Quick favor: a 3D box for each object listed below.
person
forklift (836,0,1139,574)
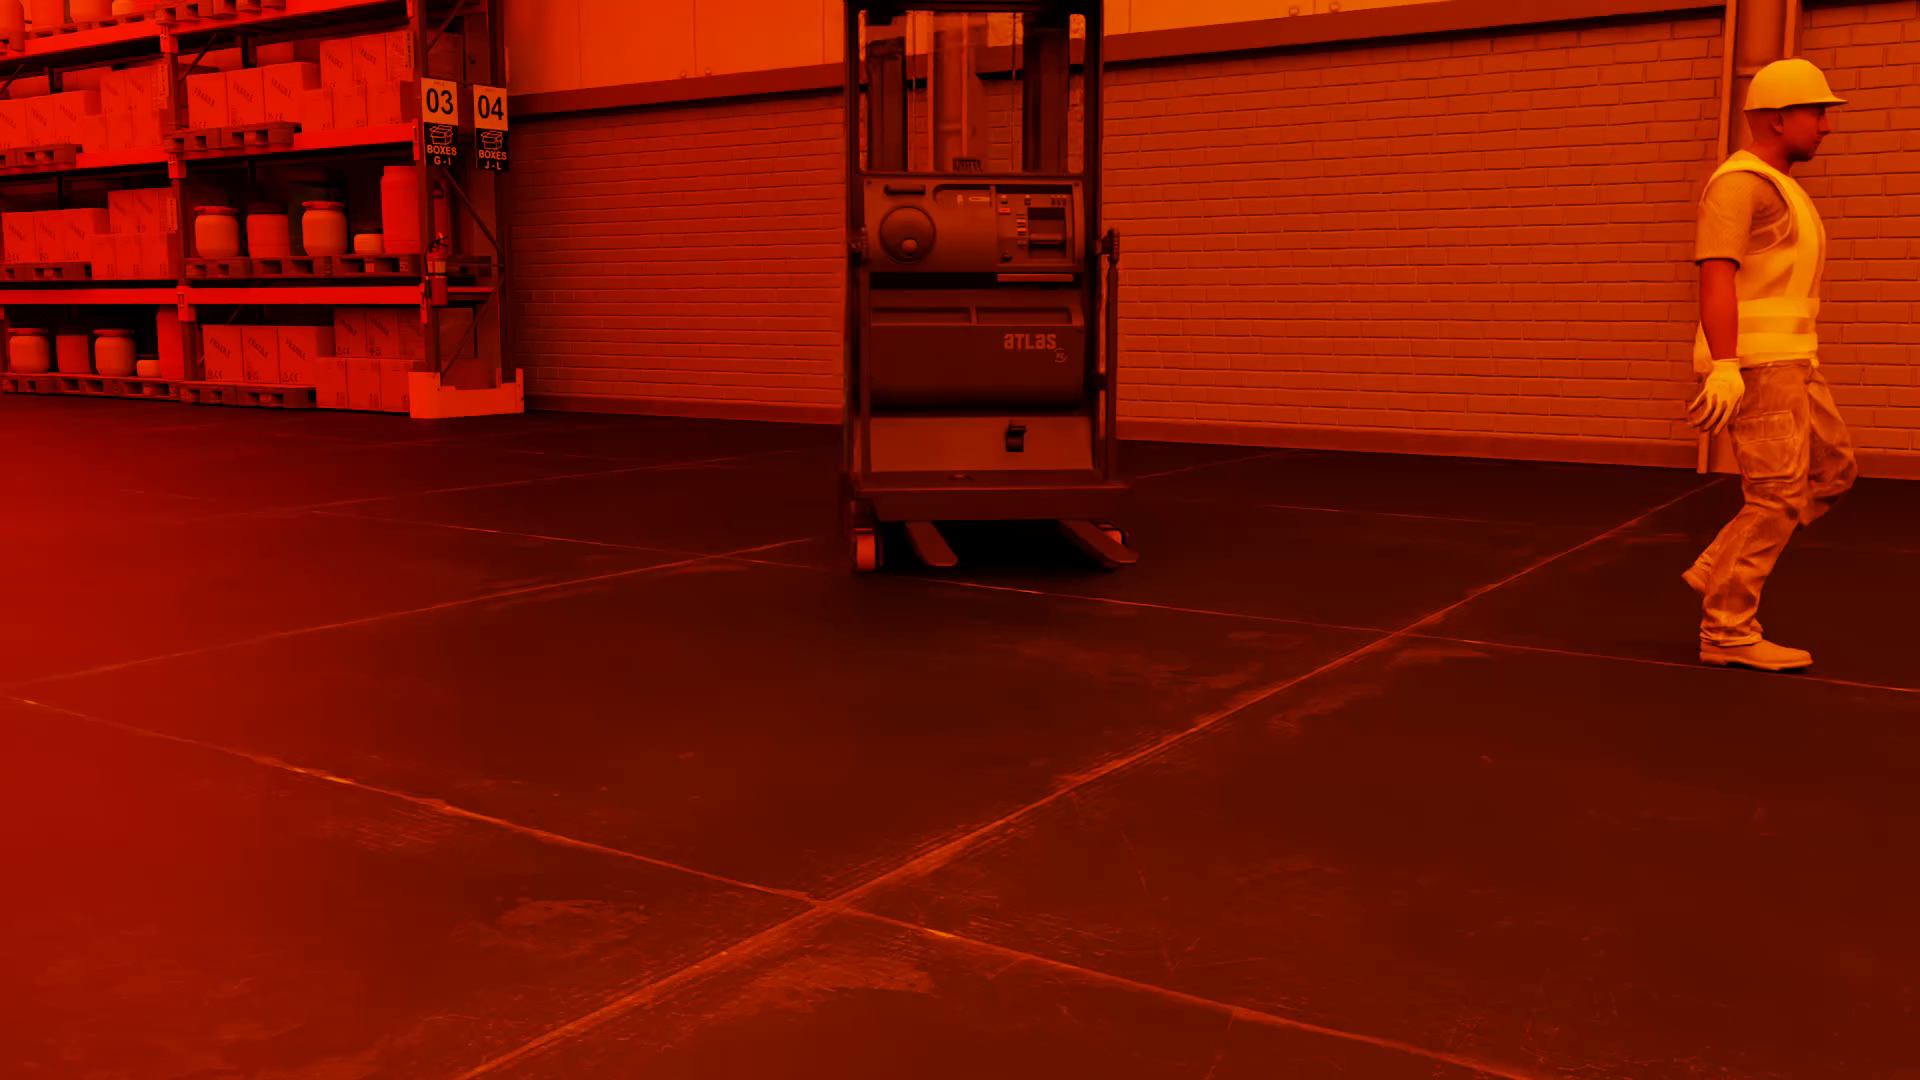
[{"bbox_3d":[2.405,-0.506,4.901,0.467,1.764,0.731,4,9,28],"label":"person"},{"bbox_3d":[0.086,-1.364,6.788,1.130,2.935,3.031,-1,8,-6],"label":"forklift"}]
